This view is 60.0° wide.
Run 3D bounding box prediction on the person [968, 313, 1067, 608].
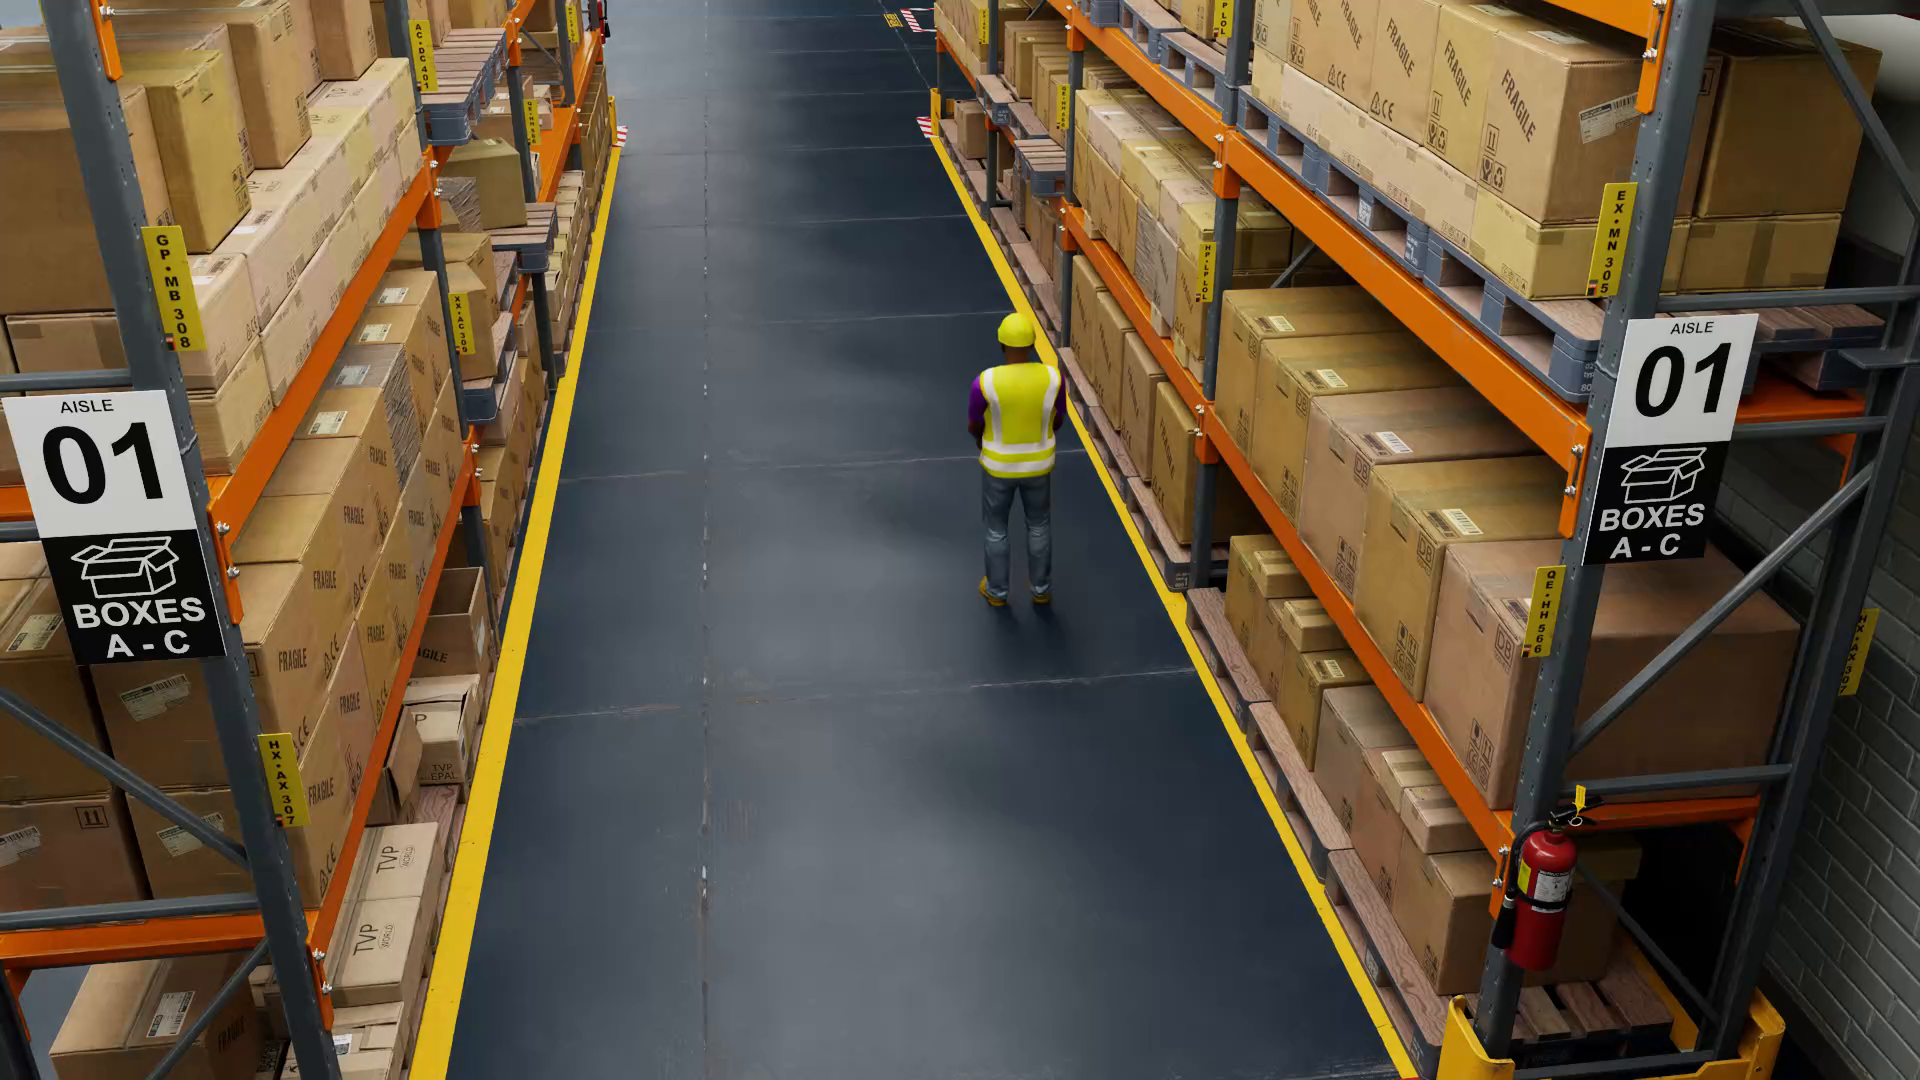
[{"bbox_3d":[0.310,-0.469,9.511,0.558,1.769,0.515,-4,27,-7],"label":"person"}]
